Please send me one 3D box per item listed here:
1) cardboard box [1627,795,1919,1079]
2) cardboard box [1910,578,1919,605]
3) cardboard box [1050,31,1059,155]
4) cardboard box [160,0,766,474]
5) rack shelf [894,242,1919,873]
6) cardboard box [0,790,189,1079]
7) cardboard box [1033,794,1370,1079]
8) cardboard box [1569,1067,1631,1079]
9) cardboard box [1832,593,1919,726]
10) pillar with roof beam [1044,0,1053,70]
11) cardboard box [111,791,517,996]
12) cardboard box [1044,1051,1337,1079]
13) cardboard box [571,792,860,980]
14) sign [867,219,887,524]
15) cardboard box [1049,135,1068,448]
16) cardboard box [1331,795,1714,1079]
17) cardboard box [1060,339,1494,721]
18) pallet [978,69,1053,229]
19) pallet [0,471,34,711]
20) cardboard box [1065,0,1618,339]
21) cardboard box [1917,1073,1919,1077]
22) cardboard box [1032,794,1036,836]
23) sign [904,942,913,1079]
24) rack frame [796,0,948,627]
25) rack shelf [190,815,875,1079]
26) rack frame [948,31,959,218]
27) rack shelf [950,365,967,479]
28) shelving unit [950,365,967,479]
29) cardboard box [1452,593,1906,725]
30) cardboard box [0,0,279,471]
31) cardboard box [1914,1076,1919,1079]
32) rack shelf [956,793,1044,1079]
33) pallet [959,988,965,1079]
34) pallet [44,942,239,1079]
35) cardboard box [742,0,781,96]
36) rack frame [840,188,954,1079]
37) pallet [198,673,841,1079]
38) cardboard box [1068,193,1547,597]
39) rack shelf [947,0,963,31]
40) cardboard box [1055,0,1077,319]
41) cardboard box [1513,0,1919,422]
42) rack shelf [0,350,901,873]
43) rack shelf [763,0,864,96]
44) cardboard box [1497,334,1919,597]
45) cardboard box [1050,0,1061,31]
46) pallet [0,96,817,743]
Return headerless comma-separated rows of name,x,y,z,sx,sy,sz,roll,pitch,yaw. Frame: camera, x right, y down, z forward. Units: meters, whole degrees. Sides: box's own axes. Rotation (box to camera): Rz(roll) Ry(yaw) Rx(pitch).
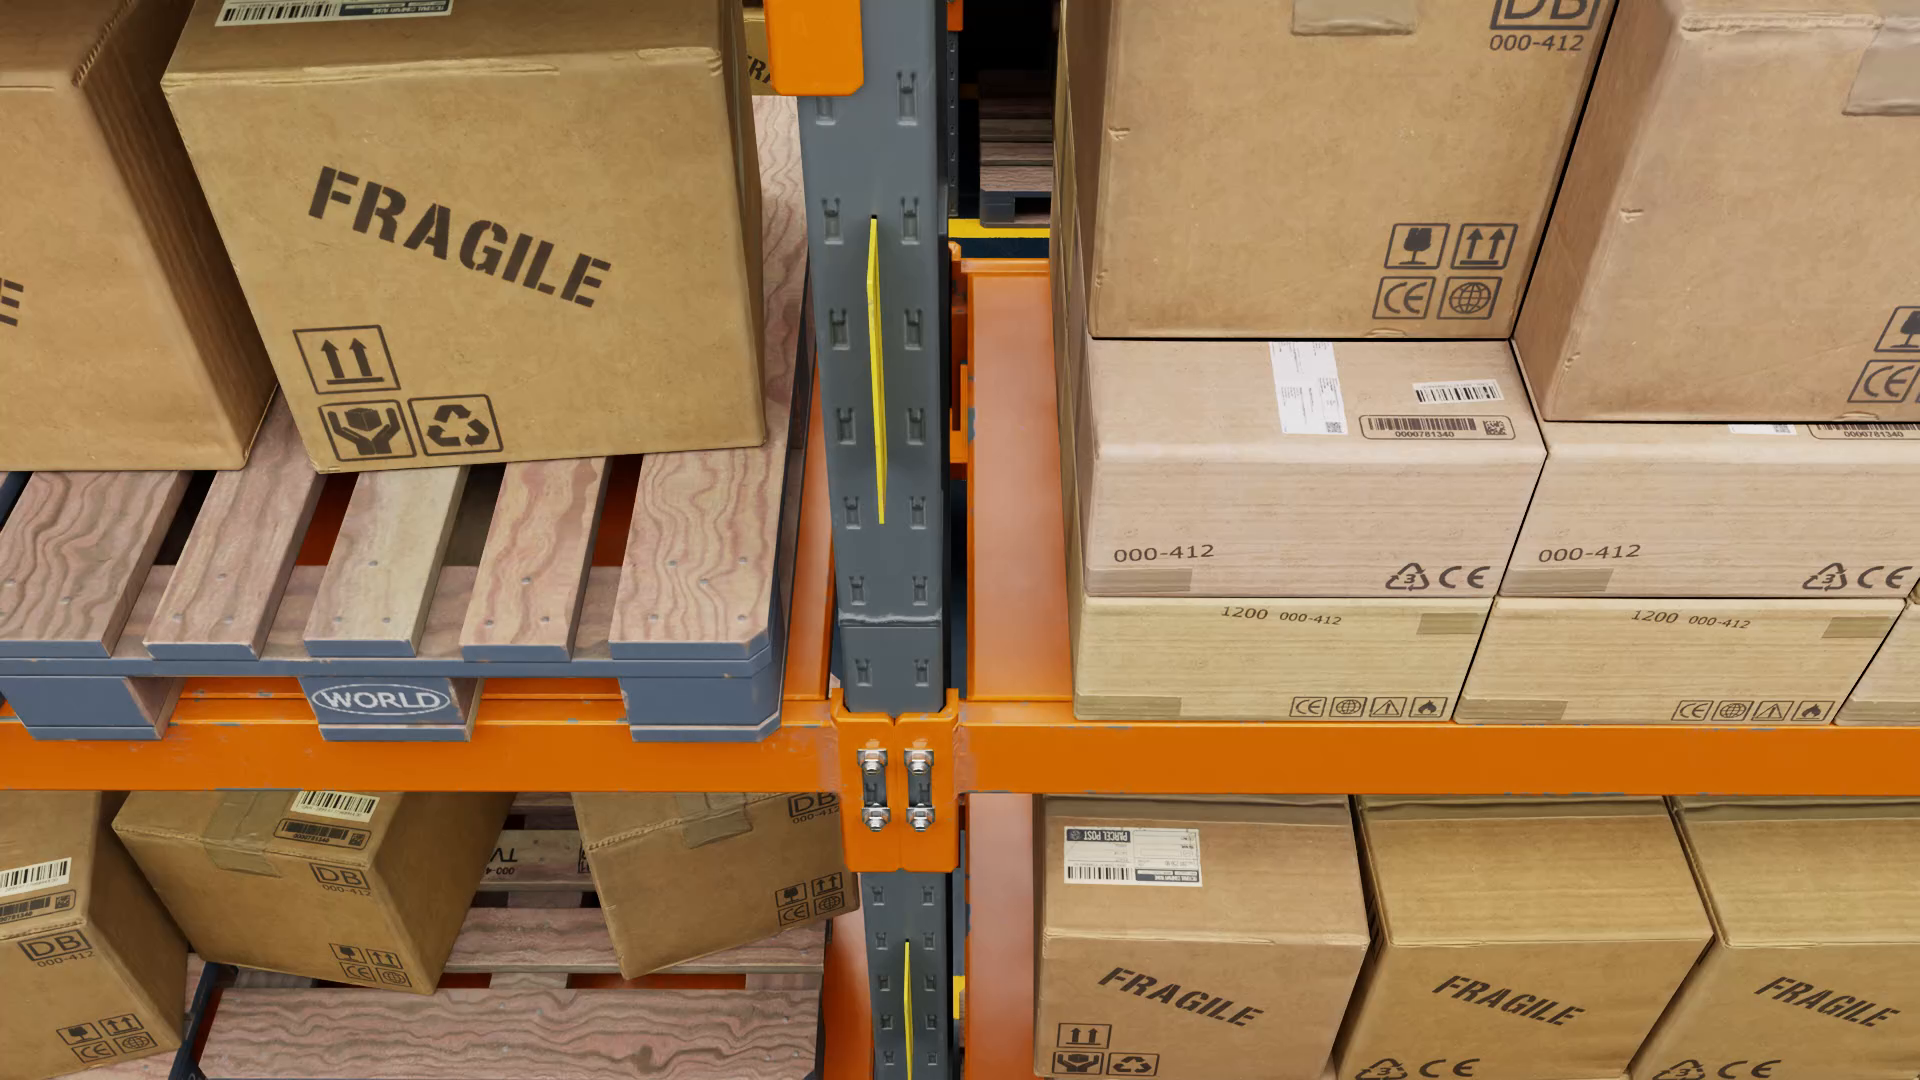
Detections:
cardboard box,1.416,0.599,2.892,0.500,0.500,0.500,-1,47,-1
cardboard box,1.401,-0.185,2.084,0.500,0.250,0.500,0,47,0
cardboard box,0.678,-2.077,7.555,0.500,0.500,0.700,1,47,1
cardboard box,-0.588,-0.525,2.217,0.600,0.600,0.600,-4,47,-4
rack shelf,1.916,-0.008,2.650,4.000,0.370,1.077,0,47,0
cardboard box,-1.851,0.627,3.262,0.500,0.500,0.700,-11,48,-10
cardboard box,0.386,0.596,2.895,0.500,0.500,0.500,1,47,1
cardboard box,0.936,0.929,3.268,0.500,0.500,0.500,1,47,1
cardboard box,1.401,-0.018,2.271,0.500,0.250,0.500,0,47,0
pillar with roof beam,0.618,-2.387,2.324,0.400,9.000,9.100,0,47,0
cardboard box,-1.245,0.466,3.412,0.500,0.500,0.700,7,47,6
cardboard box,0.424,0.930,3.267,0.500,0.500,0.500,1,47,1
cardboard box,-0.557,0.421,3.453,0.500,0.500,0.700,-14,49,-13
sign,-0.083,-0.163,1.681,0.005,0.325,0.100,0,47,0
cardboard box,0.403,-0.401,2.627,0.500,0.250,0.500,0,47,0
cardboard box,0.902,0.597,2.894,0.500,0.500,0.500,-1,47,-1
cardboard box,0.401,-0.025,2.277,0.500,0.250,0.500,0,47,0
pallet,0.691,-1.853,7.831,1.213,0.211,1.003,0,47,0
pallet,-1.773,-0.248,2.511,1.003,0.211,1.213,0,47,0
cardboard box,0.402,-0.660,2.014,0.500,0.500,0.700,0,47,0
cardboard box,1.932,0.599,2.891,0.500,0.500,0.500,1,47,1
cardboard box,0.417,0.543,3.627,0.500,0.500,0.500,1,47,1
sign,-0.083,0.775,2.688,0.005,0.325,0.100,0,47,0
rack frame,-0.084,-1.281,1.294,0.127,3.000,1.000,0,47,0
rack shelf,-2.084,1.003,3.759,4.000,0.370,1.077,0,47,0
rack frame,-0.070,-2.863,6.865,0.127,3.000,1.000,0,47,0
rack shelf,-0.169,-0.392,5.836,1.000,0.185,0.538,1,47,1
shelving unit,-0.160,-0.515,5.704,1.083,1.500,0.587,1,47,1
cardboard box,0.901,-0.021,2.273,0.500,0.250,0.500,0,47,0
cardboard box,-1.256,-0.510,2.203,0.600,0.600,0.600,0,47,0
cardboard box,1.437,0.932,3.265,0.500,0.500,0.500,0,47,0
rack shelf,1.916,1.014,3.748,4.000,0.370,1.077,0,47,0
pallet,0.602,1.716,4.509,1.213,0.211,1.003,0,47,0
pallet,-2.140,0.820,3.569,1.213,0.211,1.003,0,47,0
cardboard box,-0.720,-2.180,7.411,0.750,0.750,0.750,1,47,1
rack frame,-0.084,0.763,3.490,0.127,3.000,1.000,0,47,0
pallet,-0.883,0.747,3.637,1.213,0.211,1.003,0,47,0
cardboard box,0.401,-0.195,2.094,0.500,0.250,0.500,0,47,0
rack shelf,1.930,-2.612,7.123,4.000,0.370,1.077,0,47,0
cardboard box,0.403,-0.575,2.448,0.500,0.250,0.500,0,47,0
cardboard box,0.902,-0.555,1.917,0.500,0.500,0.700,0,47,0
rack shelf,-2.084,-0.019,2.661,4.000,0.370,1.077,0,47,0
rack shelf,-2.084,-0.905,1.709,4.000,0.370,1.077,0,47,0
cardboard box,0.901,-0.195,2.094,0.500,0.250,0.500,0,47,0
cardboard box,0.534,-2.444,7.453,0.250,0.149,0.380,0,47,0
pallet,-0.736,-0.248,2.511,1.003,0.211,1.213,0,47,0
